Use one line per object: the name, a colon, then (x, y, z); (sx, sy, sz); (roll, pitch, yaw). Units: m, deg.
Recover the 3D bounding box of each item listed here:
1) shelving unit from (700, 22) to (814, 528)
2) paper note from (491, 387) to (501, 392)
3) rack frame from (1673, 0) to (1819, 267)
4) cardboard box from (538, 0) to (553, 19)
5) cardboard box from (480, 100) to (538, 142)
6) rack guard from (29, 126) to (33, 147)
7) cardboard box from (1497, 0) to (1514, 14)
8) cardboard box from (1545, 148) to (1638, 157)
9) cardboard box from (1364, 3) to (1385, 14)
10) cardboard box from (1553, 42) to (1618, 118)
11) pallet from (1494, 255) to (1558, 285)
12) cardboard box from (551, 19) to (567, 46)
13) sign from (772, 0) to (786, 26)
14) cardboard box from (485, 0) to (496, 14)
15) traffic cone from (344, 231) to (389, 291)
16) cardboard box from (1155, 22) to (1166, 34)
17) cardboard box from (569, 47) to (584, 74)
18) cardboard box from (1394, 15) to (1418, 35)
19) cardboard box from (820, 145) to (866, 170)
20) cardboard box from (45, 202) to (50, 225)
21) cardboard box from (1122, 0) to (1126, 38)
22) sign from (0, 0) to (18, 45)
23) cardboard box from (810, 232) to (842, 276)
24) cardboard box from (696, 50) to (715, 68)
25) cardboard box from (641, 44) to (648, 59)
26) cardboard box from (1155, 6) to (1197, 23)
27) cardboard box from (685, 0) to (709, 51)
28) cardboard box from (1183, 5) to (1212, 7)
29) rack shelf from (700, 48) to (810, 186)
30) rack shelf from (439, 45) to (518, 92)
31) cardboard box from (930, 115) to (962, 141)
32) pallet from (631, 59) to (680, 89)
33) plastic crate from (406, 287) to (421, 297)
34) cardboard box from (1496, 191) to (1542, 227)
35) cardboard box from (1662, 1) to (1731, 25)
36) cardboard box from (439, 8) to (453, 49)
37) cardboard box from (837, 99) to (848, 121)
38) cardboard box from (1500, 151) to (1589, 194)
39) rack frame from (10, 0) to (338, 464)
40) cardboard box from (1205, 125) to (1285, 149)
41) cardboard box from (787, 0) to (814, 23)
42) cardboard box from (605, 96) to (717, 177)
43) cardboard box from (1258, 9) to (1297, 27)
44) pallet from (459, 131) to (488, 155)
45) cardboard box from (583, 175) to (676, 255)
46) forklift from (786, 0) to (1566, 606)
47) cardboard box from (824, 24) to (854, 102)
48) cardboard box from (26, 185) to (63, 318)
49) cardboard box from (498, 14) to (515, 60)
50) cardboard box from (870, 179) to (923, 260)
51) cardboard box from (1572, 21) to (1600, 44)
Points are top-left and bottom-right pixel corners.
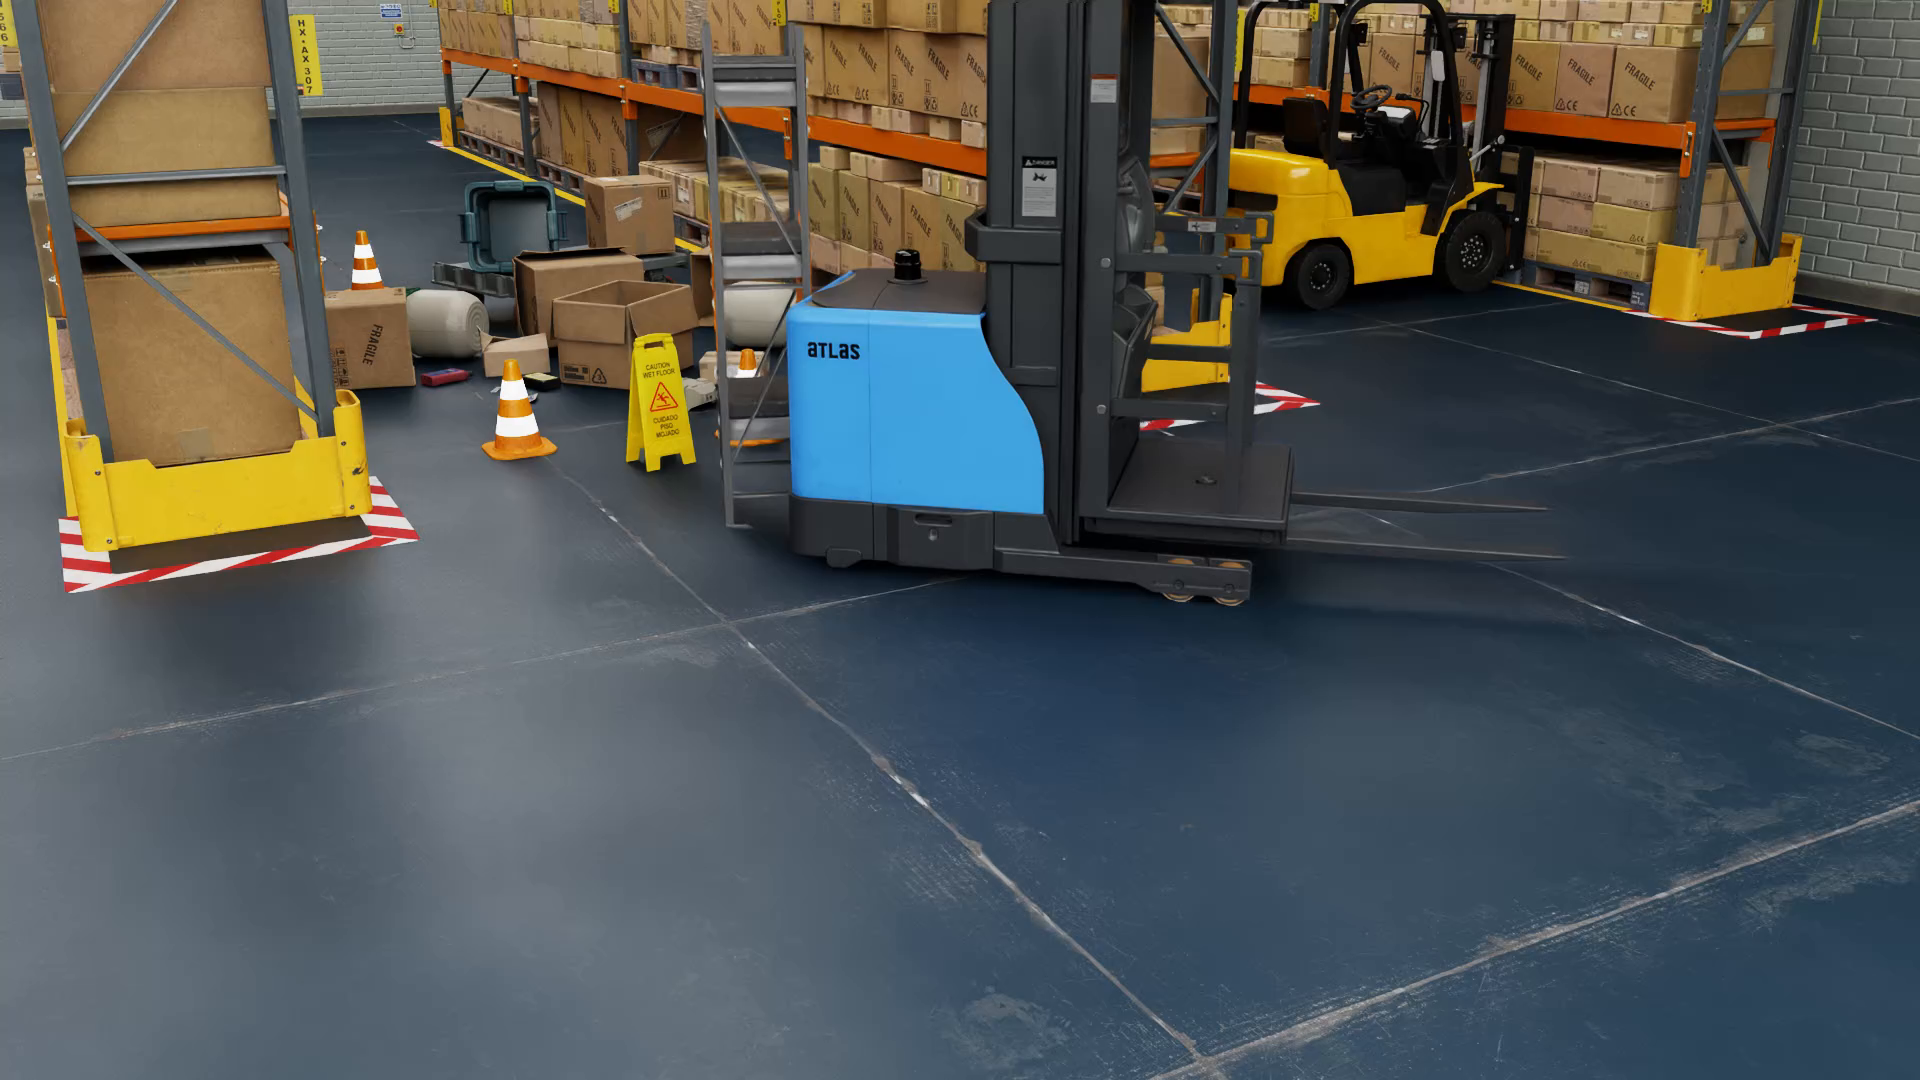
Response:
shelving unit: (-0.863, -1.135, 7.201); (0.431, 2.100, 0.503); (-3, 19, -8)
paper note: (-2.689, -0.873, 9.645); (0.032, 0.001, 0.123); (1, 19, 2)
rack frame: (5.434, -3.072, 11.436); (1.000, 3.000, 0.127); (-10, 21, -27)
cardboard box: (-4.173, -5.810, 17.684); (0.500, 0.500, 0.500); (-11, 22, -28)
cardboard box: (-5.687, -5.447, 21.603); (0.875, 0.438, 0.875); (-9, 21, -25)
rack guard: (-10.803, -4.896, 20.554); (1.175, 0.500, 0.348); (-10, 21, -27)
cardboard box: (4.345, -4.076, 12.742); (0.380, 0.149, 0.250); (-10, 21, -26)
cardboard box: (4.904, -2.899, 12.973); (0.500, 0.250, 0.500); (-10, 21, -27)
cardboard box: (3.644, -4.519, 14.026); (0.380, 0.149, 0.250); (-10, 21, -26)
cardboard box: (4.731, -3.370, 12.147); (0.500, 0.500, 0.500); (-9, 21, -25)
pallet: (4.459, -2.317, 13.522); (1.003, 0.211, 1.213); (-10, 21, -27)
cardboard box: (-3.940, -5.303, 17.365); (0.500, 0.250, 0.500); (-11, 22, -28)
sign: (-1.319, -3.911, 12.092); (0.100, 0.325, 0.005); (-10, 21, -27)
cardboard box: (-5.332, -6.507, 19.703); (0.500, 0.500, 0.500); (-10, 22, -27)
traffic cone: (-4.448, -2.074, 12.434); (0.336, 0.463, 0.334); (-10, 21, -27)
cardboard box: (2.100, -5.072, 16.695); (0.500, 0.250, 0.500); (-11, 22, -28)
cardboard box: (-3.681, -4.924, 17.033); (0.500, 0.250, 0.500); (-10, 22, -27)
cardboard box: (3.779, -4.215, 13.601); (0.380, 0.149, 0.250); (-9, 21, -25)
cardboard box: (-0.783, -2.754, 11.941); (0.380, 0.149, 0.250); (-10, 21, -26)
cardboard box: (-4.903, -1.658, 9.950); (0.875, 0.875, 0.875); (-10, 21, -26)
cardboard box: (0.633, -3.076, 9.304); (0.700, 0.500, 0.500); (-11, 22, -28)
sign: (-3.725, -2.086, 6.439); (0.100, 0.325, 0.005); (-10, 21, -27)
cardboard box: (-0.789, -2.138, 12.300); (0.500, 0.250, 0.500); (-11, 22, -29)
cardboard box: (-2.016, -4.085, 14.113); (0.380, 0.149, 0.250); (-9, 21, -25)
cardboard box: (-2.741, -4.556, 15.479); (0.380, 0.149, 0.250); (-11, 22, -30)
cardboard box: (2.149, -5.217, 16.503); (0.380, 0.149, 0.250); (-9, 21, -26)
cardboard box: (-1.979, -4.375, 13.960); (0.500, 0.500, 0.500); (-11, 22, -29)
cardboard box: (2.493, -5.372, 16.954); (0.380, 0.149, 0.250); (-10, 21, -27)
rack shelf: (-0.863, -1.784, 6.977); (0.431, 0.518, 0.480); (-3, 19, -8)
rack shelf: (-5.581, -5.981, 20.969); (1.077, 0.370, 4.000); (-10, 21, -27)
cardboard box: (0.033, -2.614, 10.494); (0.380, 0.149, 0.250); (-10, 22, -27)
pallet: (-2.299, -4.320, 15.346); (1.213, 0.211, 1.003); (-10, 21, -27)
plastic crate: (-3.905, -1.506, 11.119); (0.450, 0.188, 0.662); (-9, 19, 5)
cardboard box: (4.435, -2.589, 12.841); (0.500, 0.250, 0.500); (-11, 22, -28)
cardboard box: (5.078, -3.637, 11.469); (0.380, 0.149, 0.250); (-10, 21, -27)
cardboard box: (-6.555, -6.760, 21.971); (0.500, 0.500, 0.500); (-10, 21, -27)
cardboard box: (-0.646, -3.056, 11.773); (0.380, 0.149, 0.250); (-10, 21, -27)
cardboard box: (4.445, -2.816, 12.733); (0.500, 0.250, 0.500); (-10, 21, -26)
rack frame: (-3.241, -1.507, 6.899); (1.000, 3.000, 0.127); (-10, 21, -27)
cardboard box: (2.915, -3.668, 16.161); (0.875, 0.625, 0.625); (-10, 22, -27)
cardboard box: (-0.814, -3.951, 11.841); (0.700, 0.500, 0.500); (-10, 22, -27)
cardboard box: (-2.986, -4.004, 16.750); (0.875, 0.875, 0.875); (-10, 22, -27)
cardboard box: (2.969, -4.788, 15.260); (0.380, 0.149, 0.250); (-10, 21, -27)
pallet: (-6.082, -5.360, 22.340); (1.003, 0.211, 1.213); (-10, 21, -27)
cardboard box: (-2.384, -2.343, 11.993); (0.500, 0.500, 0.500); (-10, 21, -27)
forklift: (0.876, -1.322, 6.469); (3.031, 2.935, 1.130); (4, 19, 12)
cardboard box: (-0.610, -3.328, 11.569); (0.500, 0.500, 0.500); (-10, 21, -27)
cardboard box: (-5.514, -1.954, 11.001); (1.050, 0.750, 0.750); (-10, 21, -27)
cardboard box: (-5.076, -5.888, 19.443); (0.500, 0.500, 0.500); (-10, 21, -26)
cardboard box: (-0.280, -2.192, 11.306); (0.500, 0.500, 0.500); (-9, 21, -24)
cardboard box: (4.698, -3.708, 12.130); (0.380, 0.149, 0.250); (-10, 21, -27)
